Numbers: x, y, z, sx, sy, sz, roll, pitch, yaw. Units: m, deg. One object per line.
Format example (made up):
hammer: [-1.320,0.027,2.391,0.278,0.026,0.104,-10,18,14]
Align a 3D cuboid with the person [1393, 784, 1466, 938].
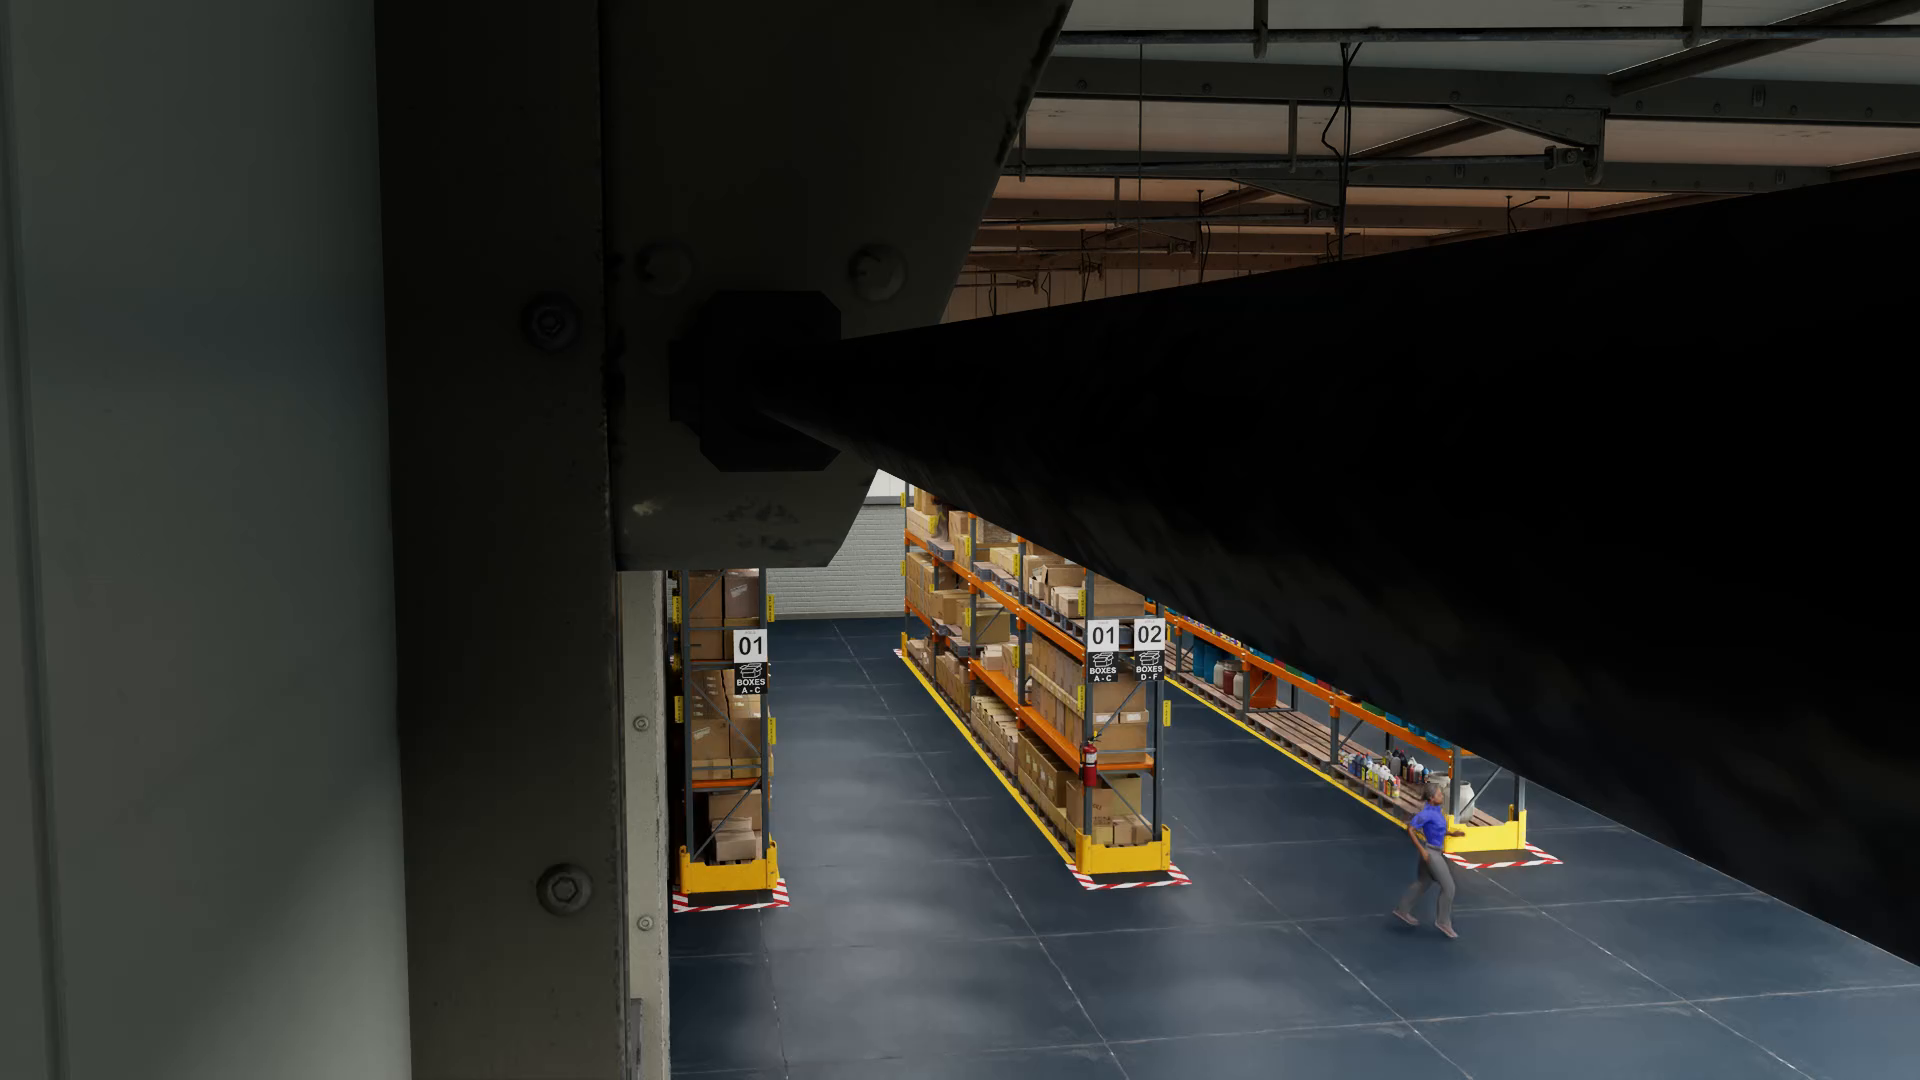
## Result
person: [5.268,3.581,18.627,0.751,1.715,0.552,2,6,18]
